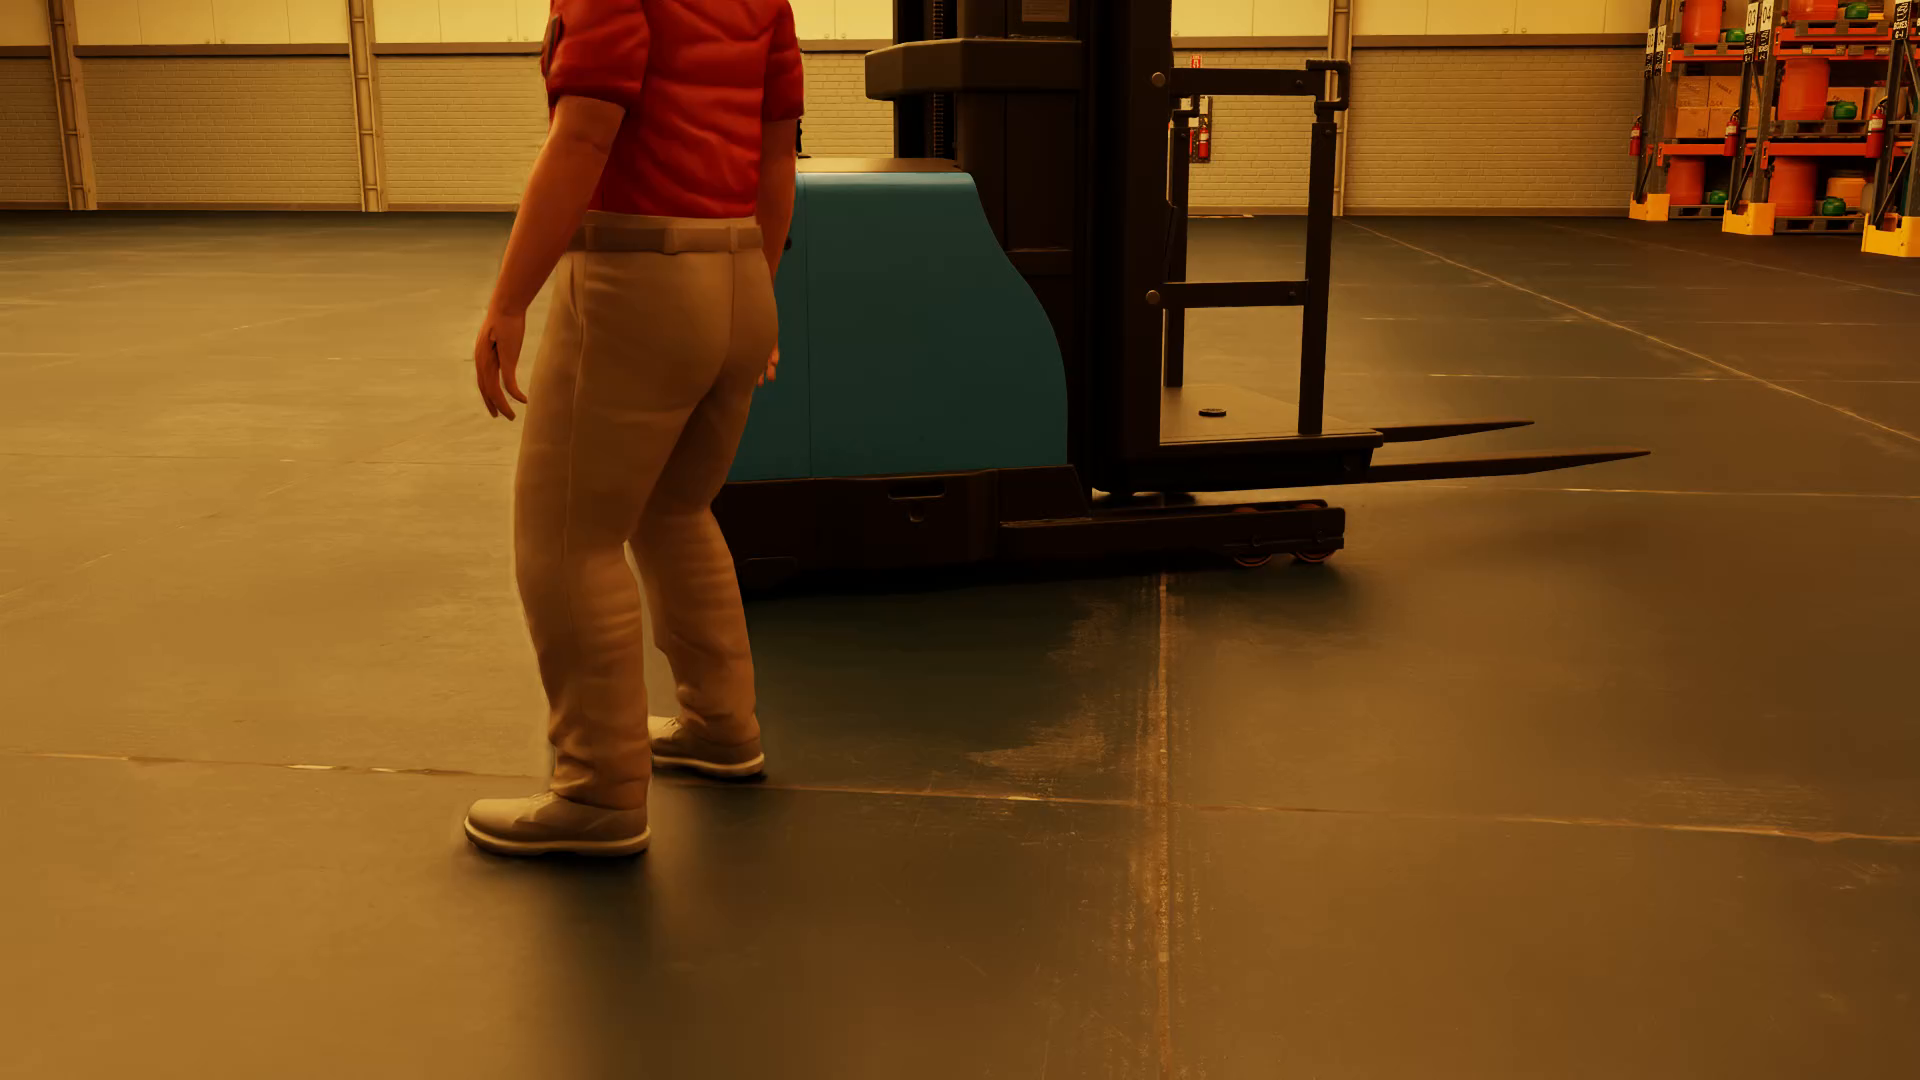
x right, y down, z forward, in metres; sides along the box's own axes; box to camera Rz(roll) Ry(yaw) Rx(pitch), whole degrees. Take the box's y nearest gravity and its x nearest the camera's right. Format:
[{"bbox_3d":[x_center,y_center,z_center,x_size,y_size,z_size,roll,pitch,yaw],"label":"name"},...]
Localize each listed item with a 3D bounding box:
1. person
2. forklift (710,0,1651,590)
[{"bbox_3d":[-0.544,-0.375,2.771,0.416,1.721,0.708,5,14,21],"label":"person"},{"bbox_3d":[0.587,-1.464,4.770,3.031,2.935,1.130,-4,14,-15],"label":"forklift"}]
